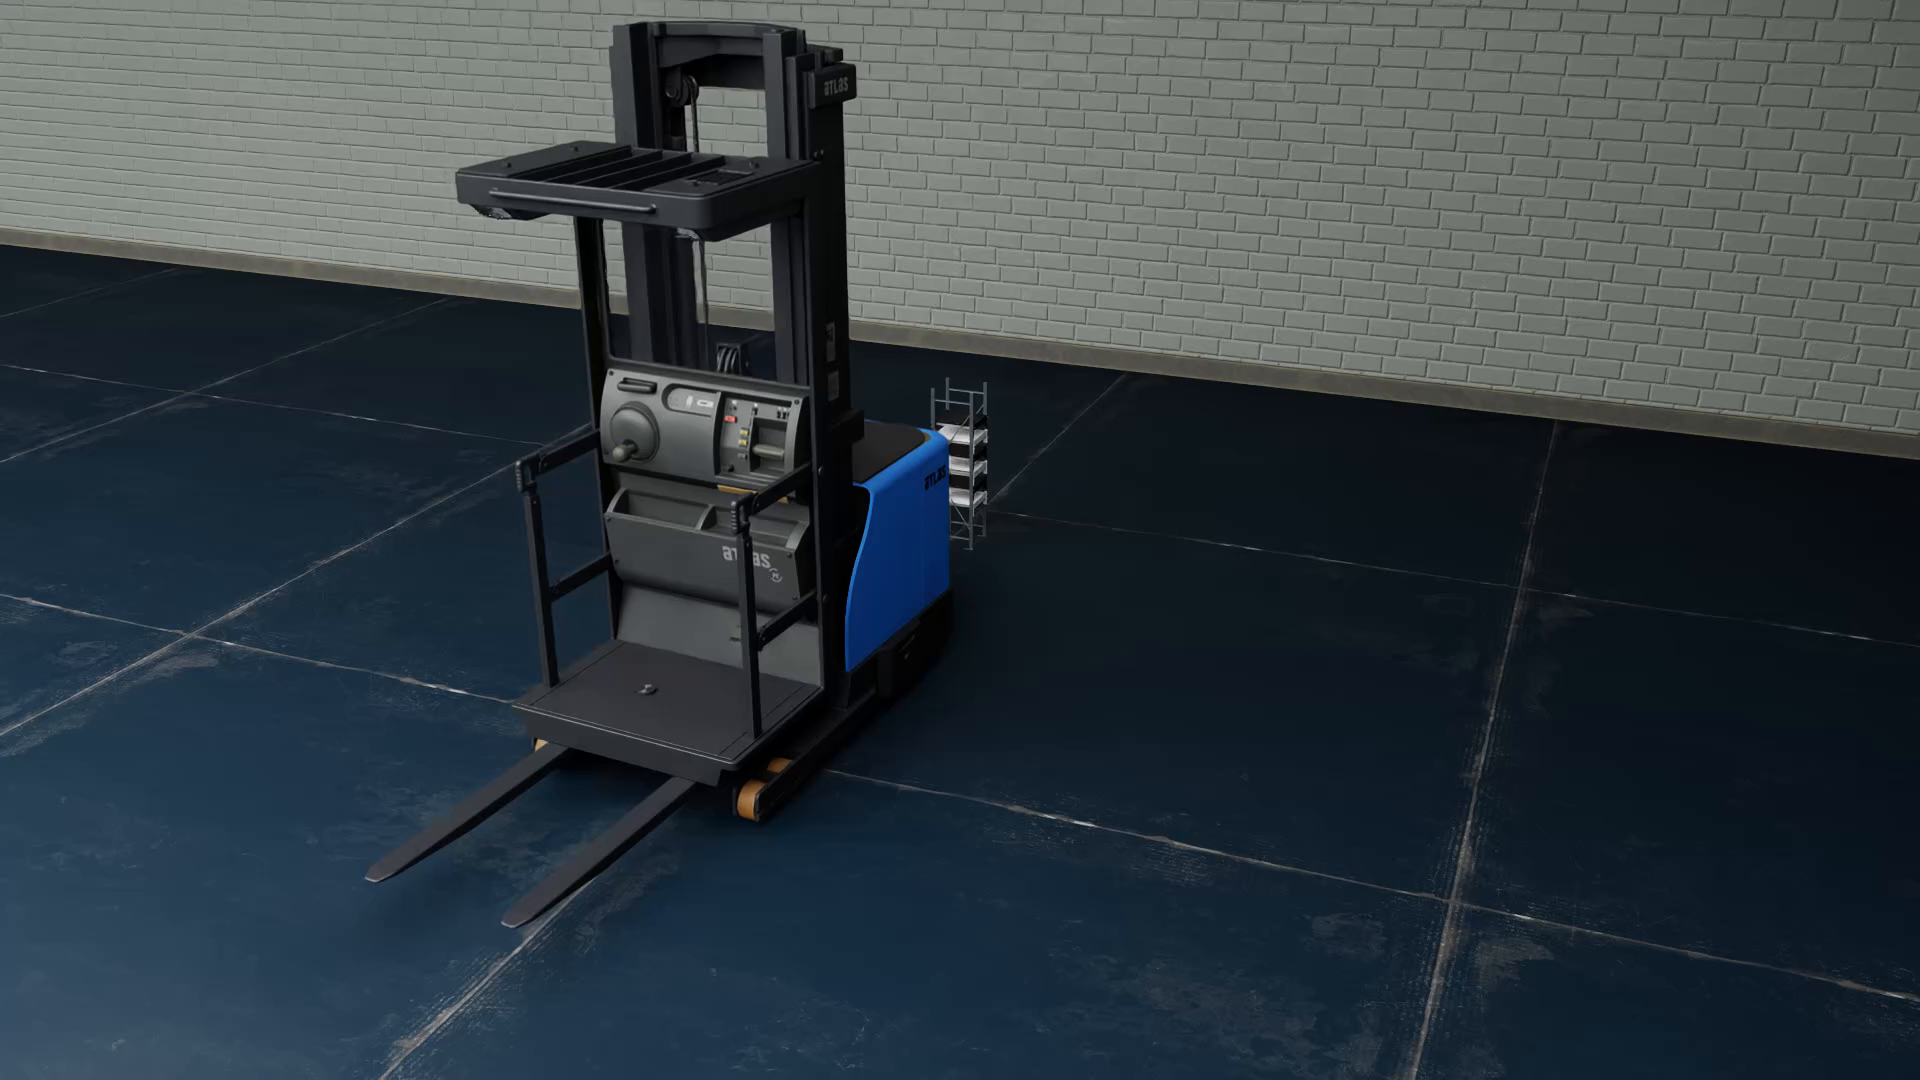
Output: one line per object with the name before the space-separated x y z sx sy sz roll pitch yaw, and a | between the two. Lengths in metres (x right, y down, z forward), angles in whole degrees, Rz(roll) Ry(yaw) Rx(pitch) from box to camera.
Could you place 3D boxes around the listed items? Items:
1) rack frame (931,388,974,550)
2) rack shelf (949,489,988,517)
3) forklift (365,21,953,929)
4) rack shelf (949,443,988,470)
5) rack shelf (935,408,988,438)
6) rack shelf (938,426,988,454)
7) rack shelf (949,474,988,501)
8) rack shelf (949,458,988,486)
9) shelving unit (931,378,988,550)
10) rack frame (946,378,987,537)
rack frame | -0.041 -0.376 8.983 0.240 0.900 0.006 9 24 20
rack shelf | -0.003 -0.215 9.152 0.258 0.077 0.200 9 24 20
forklift | -1.131 -0.430 6.477 1.130 2.935 3.031 11 25 24
rack shelf | -0.003 -0.465 9.048 0.258 0.077 0.200 9 24 20
rack shelf | -0.003 -0.631 8.978 0.258 0.077 0.200 9 24 20
rack shelf | -0.003 -0.548 9.013 0.258 0.077 0.200 9 24 20
rack shelf | -0.003 -0.299 9.117 0.258 0.077 0.200 9 24 20
rack shelf | -0.003 -0.382 9.082 0.258 0.077 0.200 9 24 20
shelving unit | -0.003 -0.412 9.070 0.258 0.900 0.210 9 24 20
rack frame | 0.035 -0.449 9.157 0.240 0.900 0.006 9 24 20
